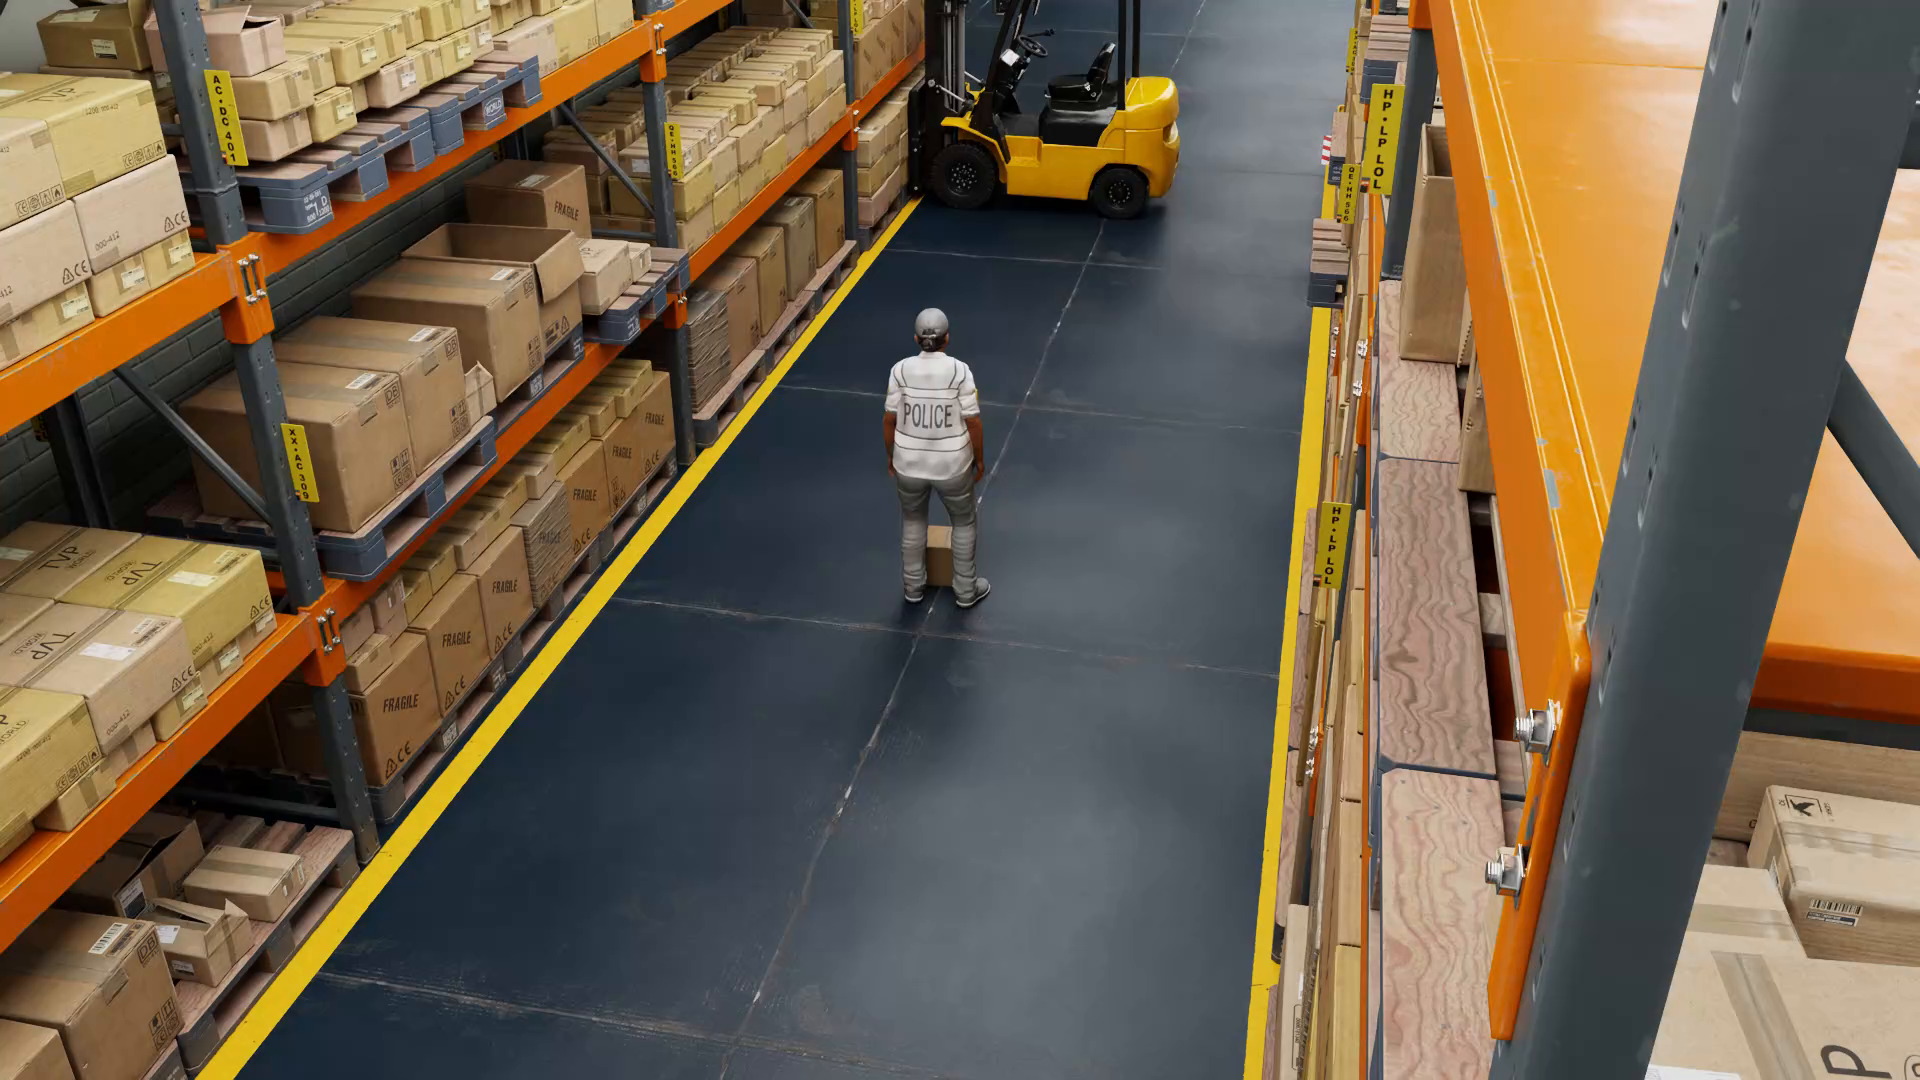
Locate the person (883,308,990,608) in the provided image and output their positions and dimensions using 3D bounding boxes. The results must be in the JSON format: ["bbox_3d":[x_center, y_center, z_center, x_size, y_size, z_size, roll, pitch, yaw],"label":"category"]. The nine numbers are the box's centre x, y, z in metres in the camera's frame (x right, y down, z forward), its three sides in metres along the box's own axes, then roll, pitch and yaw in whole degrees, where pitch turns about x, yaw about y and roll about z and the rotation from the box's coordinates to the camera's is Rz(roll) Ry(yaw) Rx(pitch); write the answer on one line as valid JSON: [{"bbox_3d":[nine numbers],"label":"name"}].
[{"bbox_3d":[-0.122,-0.424,8.884,0.560,1.667,0.466,5,29,9],"label":"person"}]
